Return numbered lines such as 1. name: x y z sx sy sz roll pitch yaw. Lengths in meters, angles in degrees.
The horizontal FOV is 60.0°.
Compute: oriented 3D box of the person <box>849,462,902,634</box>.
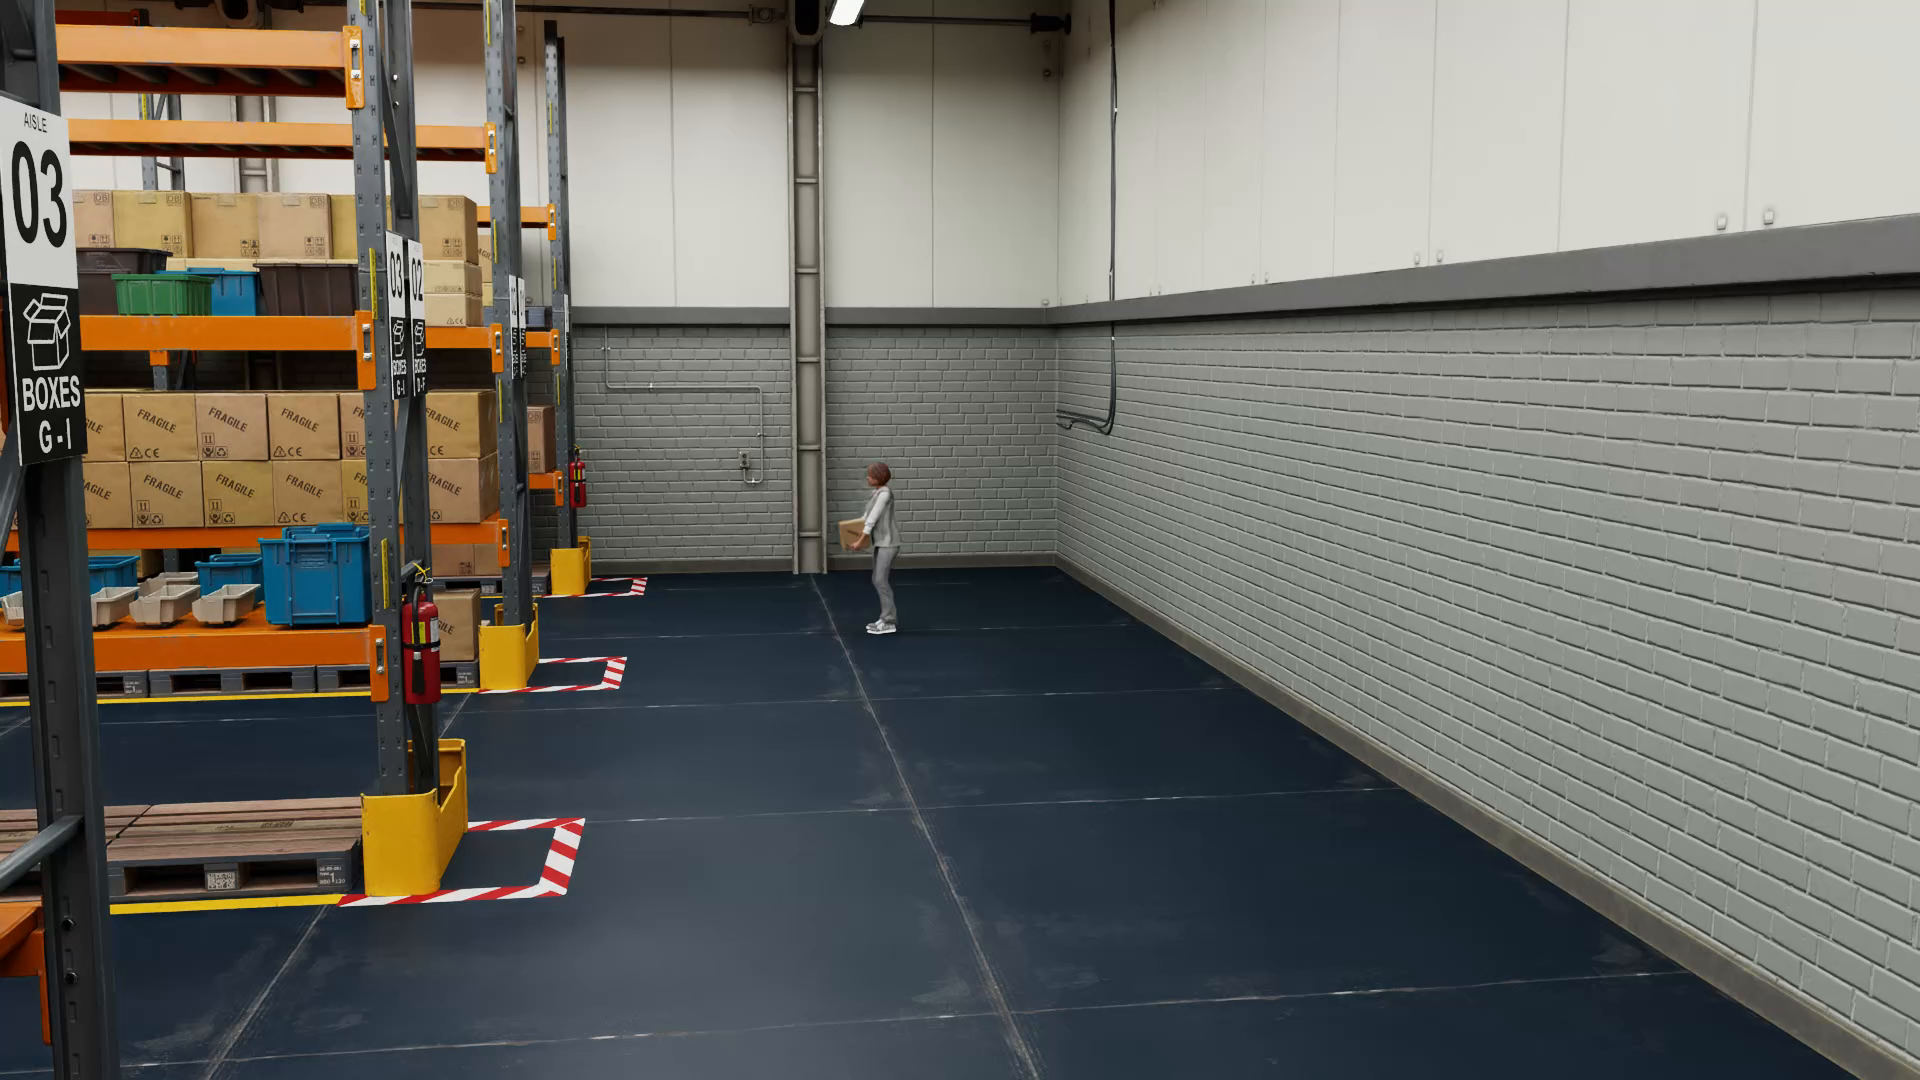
1. person: -0.790 0.071 15.456 0.507 1.596 0.375 -1 7 -10
